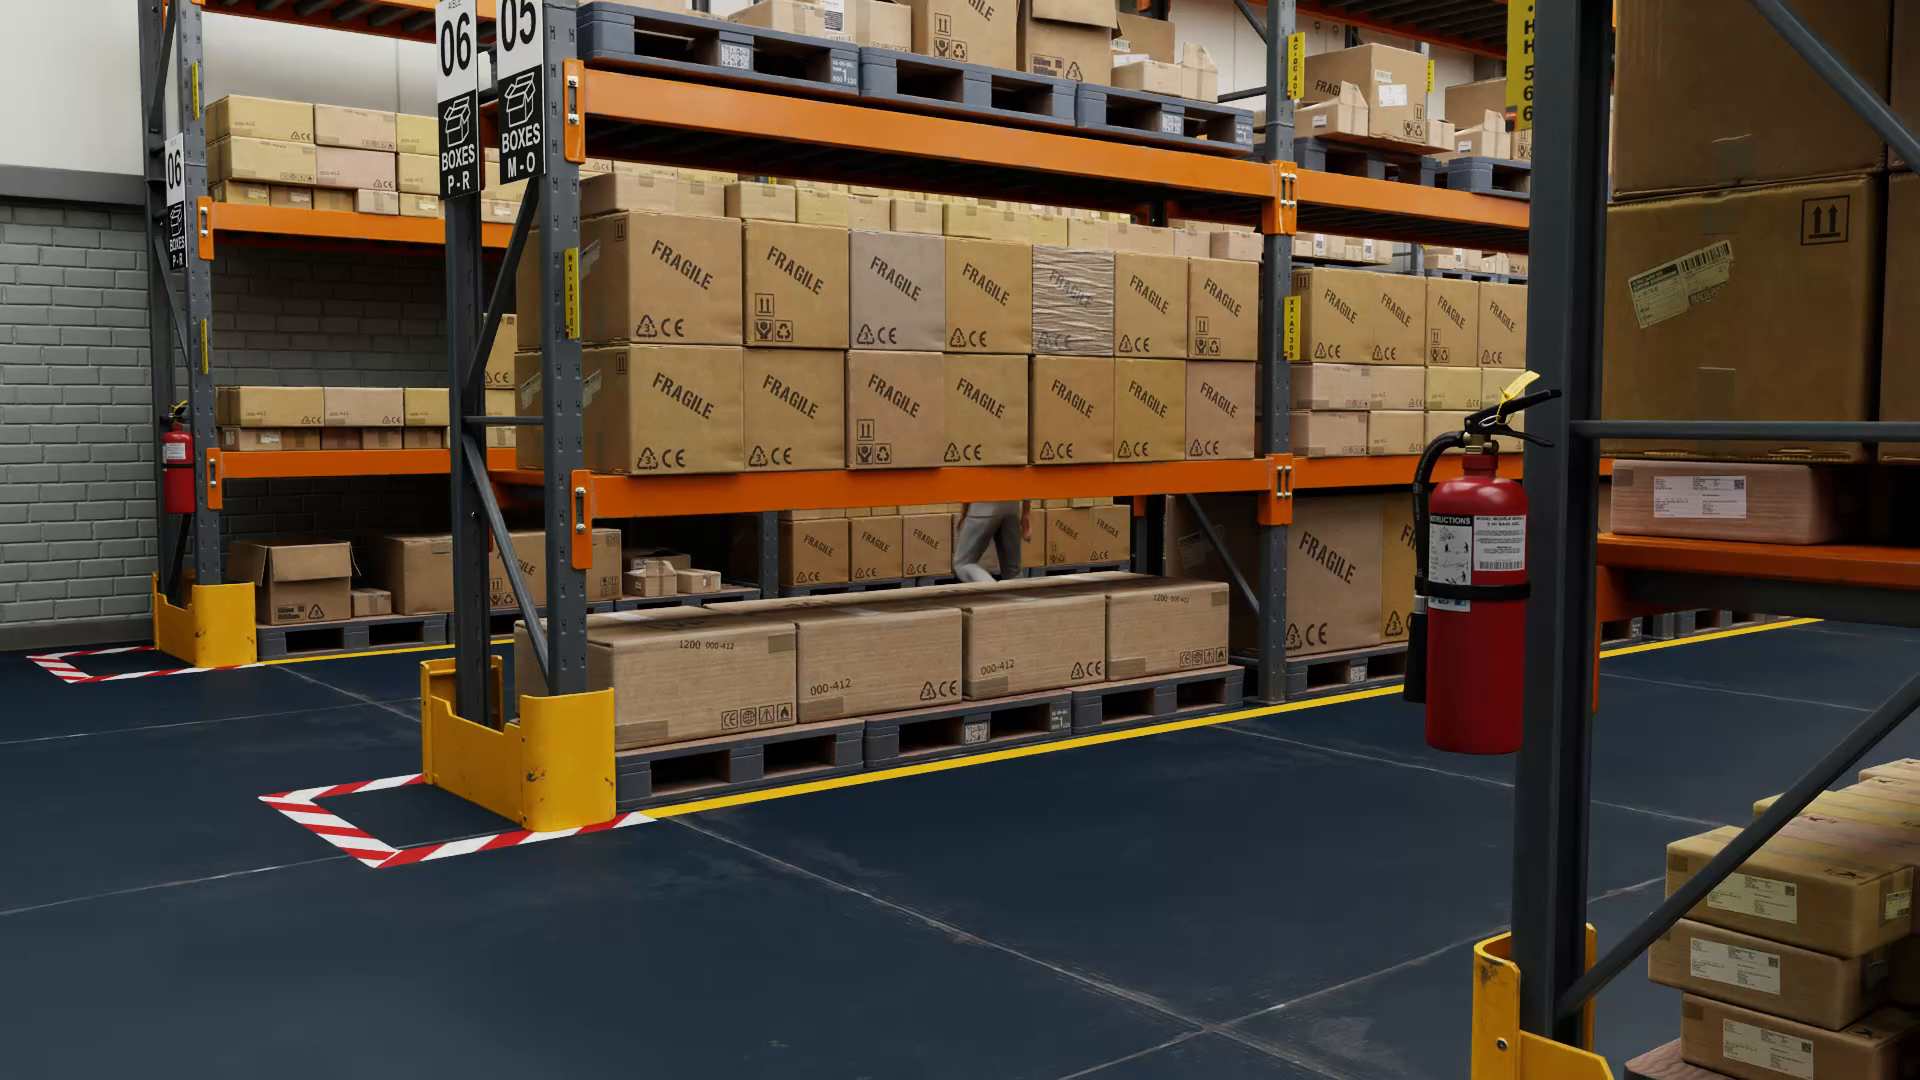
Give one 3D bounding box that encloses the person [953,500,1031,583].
[{"bbox_3d":[0.256,-0.134,10.983,0.486,1.656,0.532,-3,5,-30],"label":"person"}]
